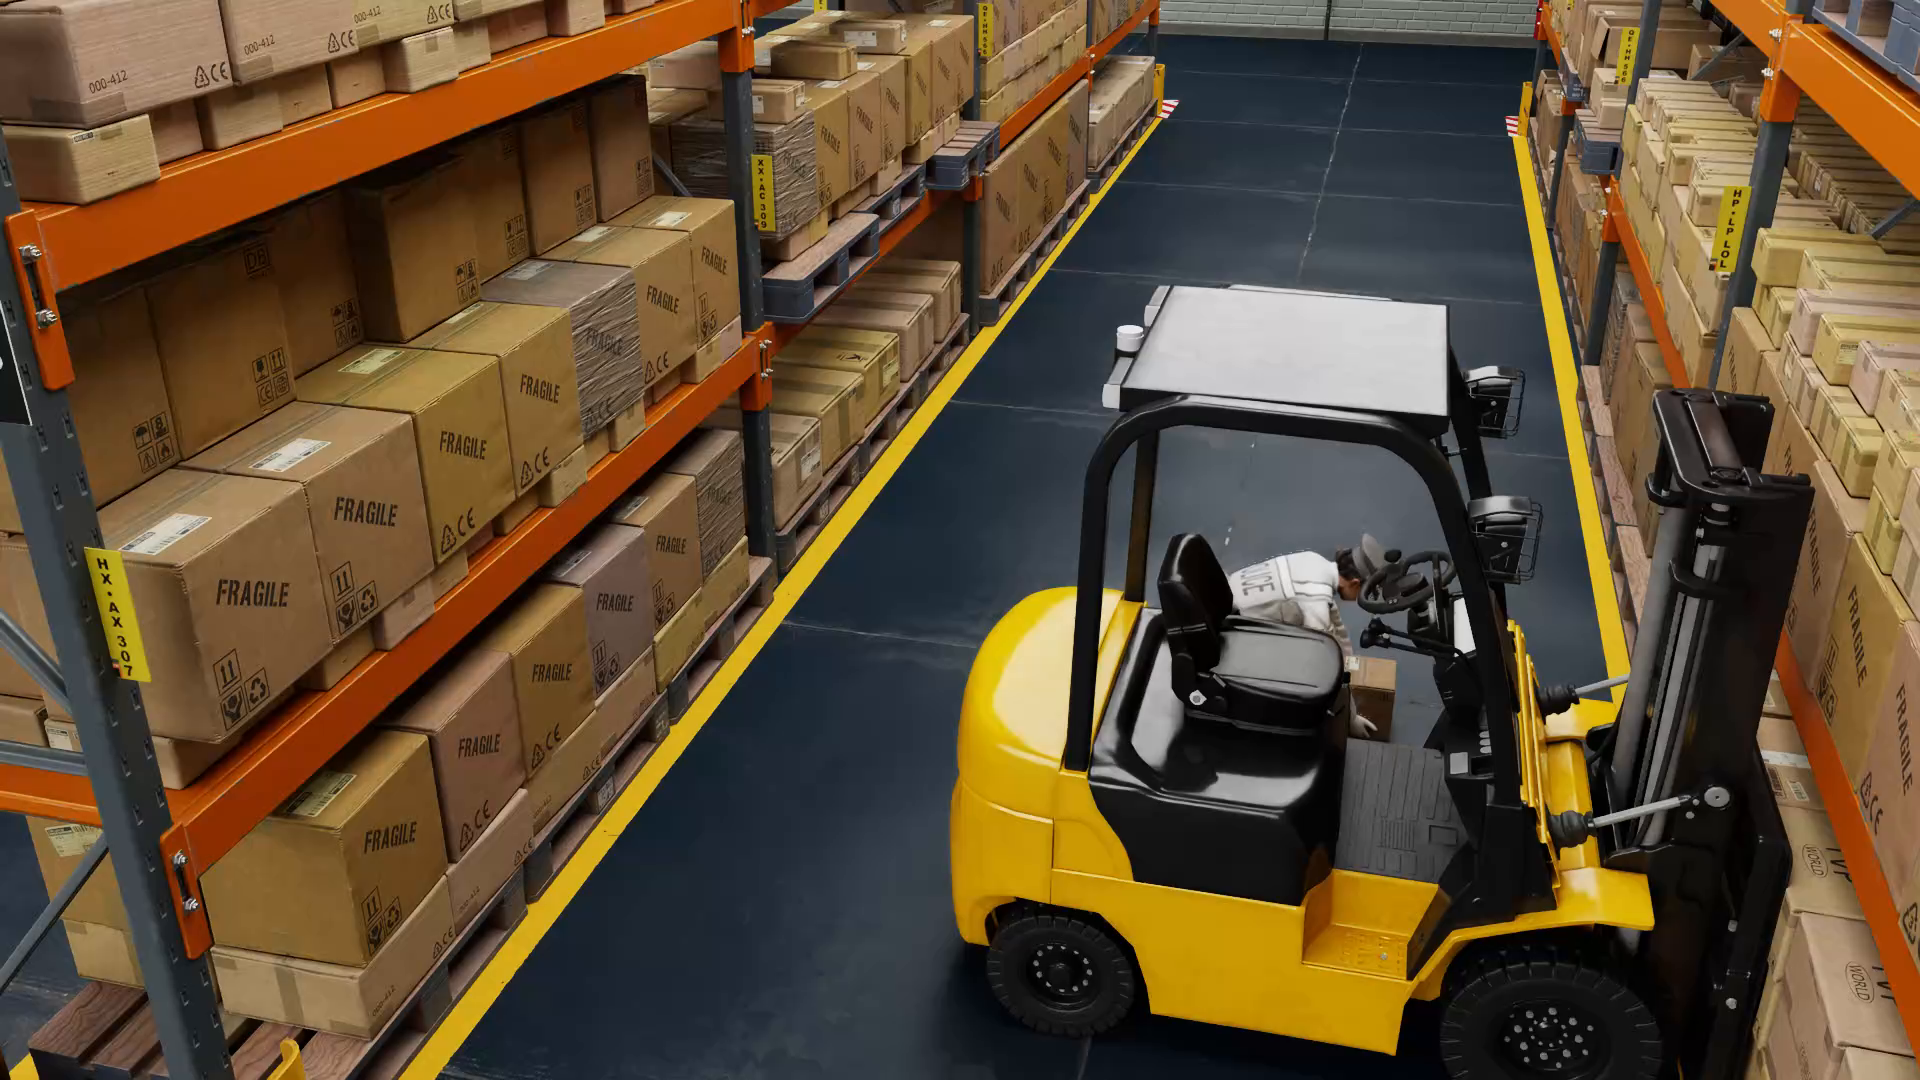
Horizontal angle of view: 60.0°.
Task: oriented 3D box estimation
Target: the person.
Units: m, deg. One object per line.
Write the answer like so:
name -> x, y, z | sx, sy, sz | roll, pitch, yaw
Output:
person -> 1.351, 0.369, 6.831 | 0.864, 0.848, 0.478 | 6, 26, 13
